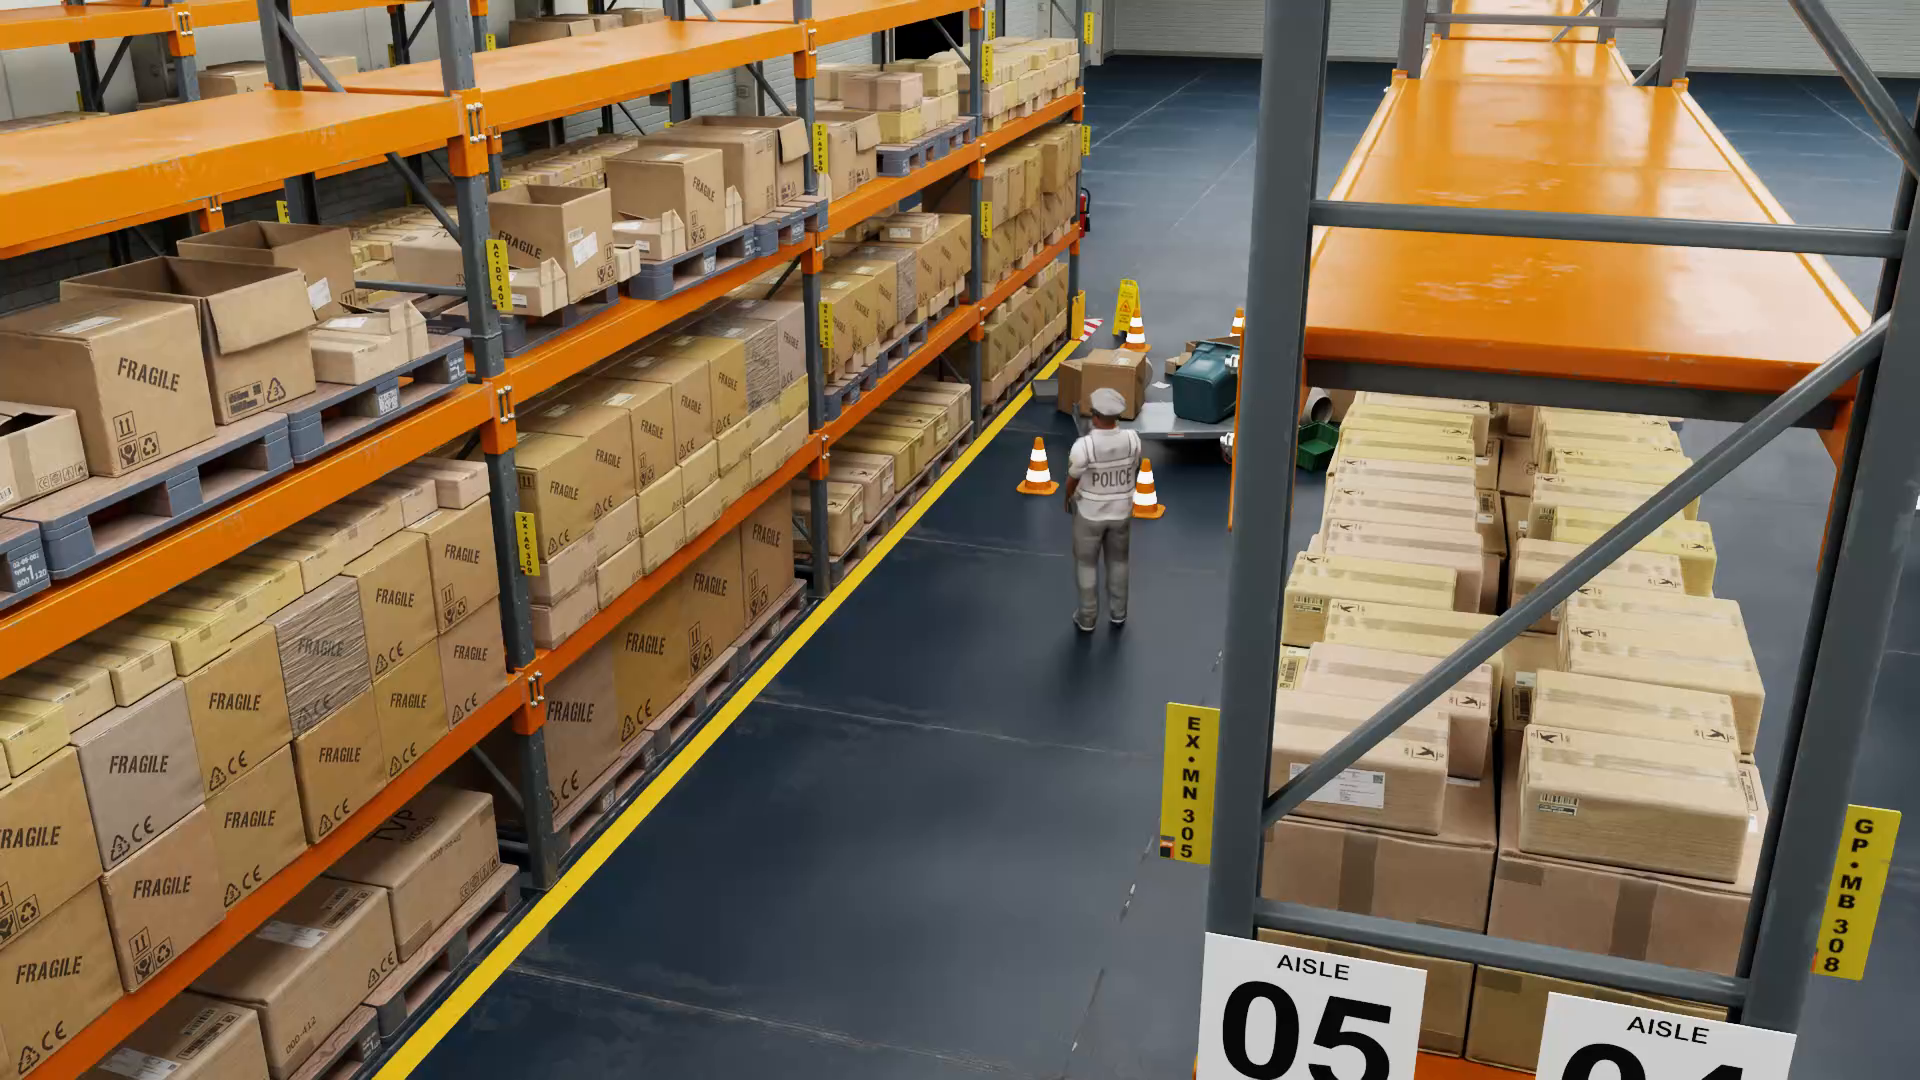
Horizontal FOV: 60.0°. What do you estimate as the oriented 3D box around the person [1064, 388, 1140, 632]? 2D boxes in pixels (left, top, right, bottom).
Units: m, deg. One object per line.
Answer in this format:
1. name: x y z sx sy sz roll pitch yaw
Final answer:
1. person: 0.988 -0.223 11.609 0.587 1.790 0.508 -8 23 -19
